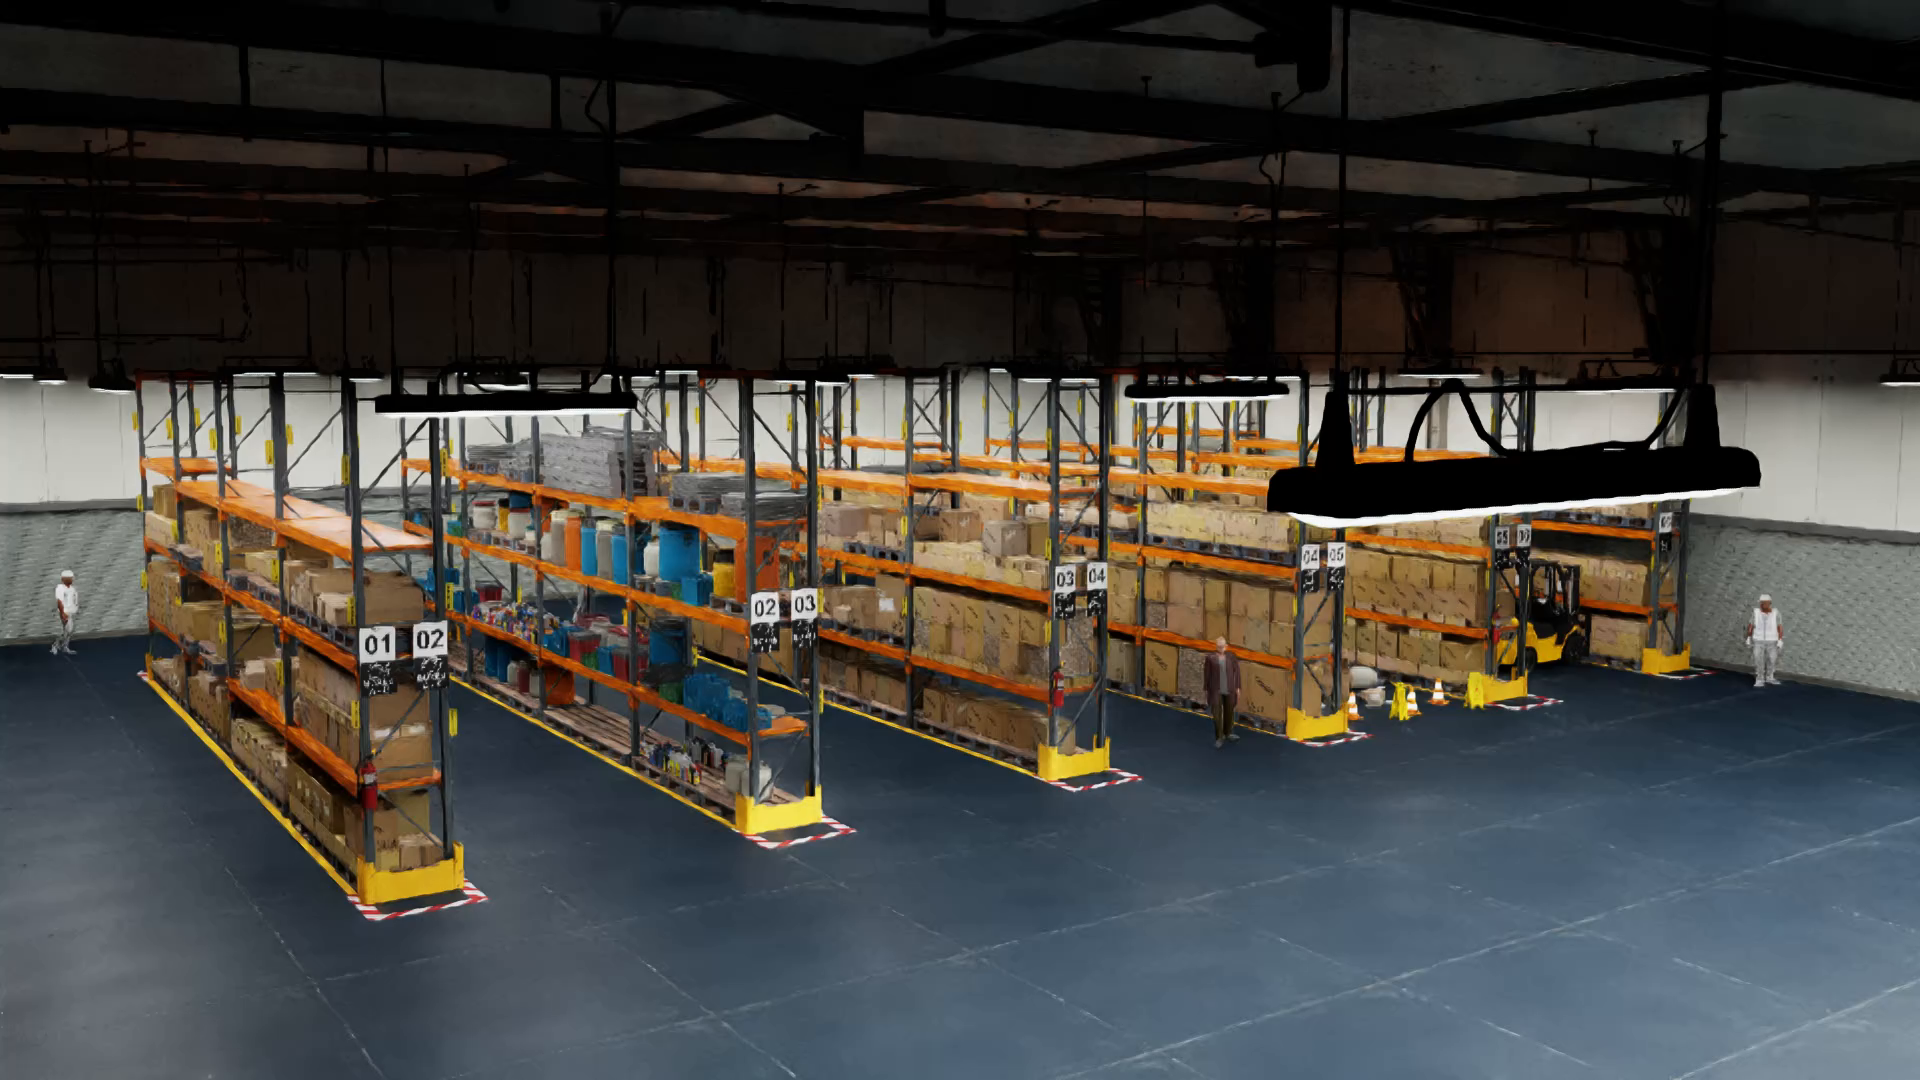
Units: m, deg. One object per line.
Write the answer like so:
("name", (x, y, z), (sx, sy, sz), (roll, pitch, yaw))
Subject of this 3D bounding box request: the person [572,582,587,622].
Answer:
("person", (-8.801, 1.190, 38.616), (0.422, 1.594, 0.586), (0, 6, 2))

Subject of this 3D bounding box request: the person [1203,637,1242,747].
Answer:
("person", (4.249, 2.423, 26.930), (0.614, 1.768, 0.630), (0, 6, 2))

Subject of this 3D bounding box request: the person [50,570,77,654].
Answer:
("person", (-18.776, 1.518, 34.819), (0.463, 1.761, 0.720), (0, 6, -4))

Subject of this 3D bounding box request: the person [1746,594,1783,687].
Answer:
("person", (15.299, 1.896, 31.594), (0.655, 1.779, 0.548), (3, 7, 28))
